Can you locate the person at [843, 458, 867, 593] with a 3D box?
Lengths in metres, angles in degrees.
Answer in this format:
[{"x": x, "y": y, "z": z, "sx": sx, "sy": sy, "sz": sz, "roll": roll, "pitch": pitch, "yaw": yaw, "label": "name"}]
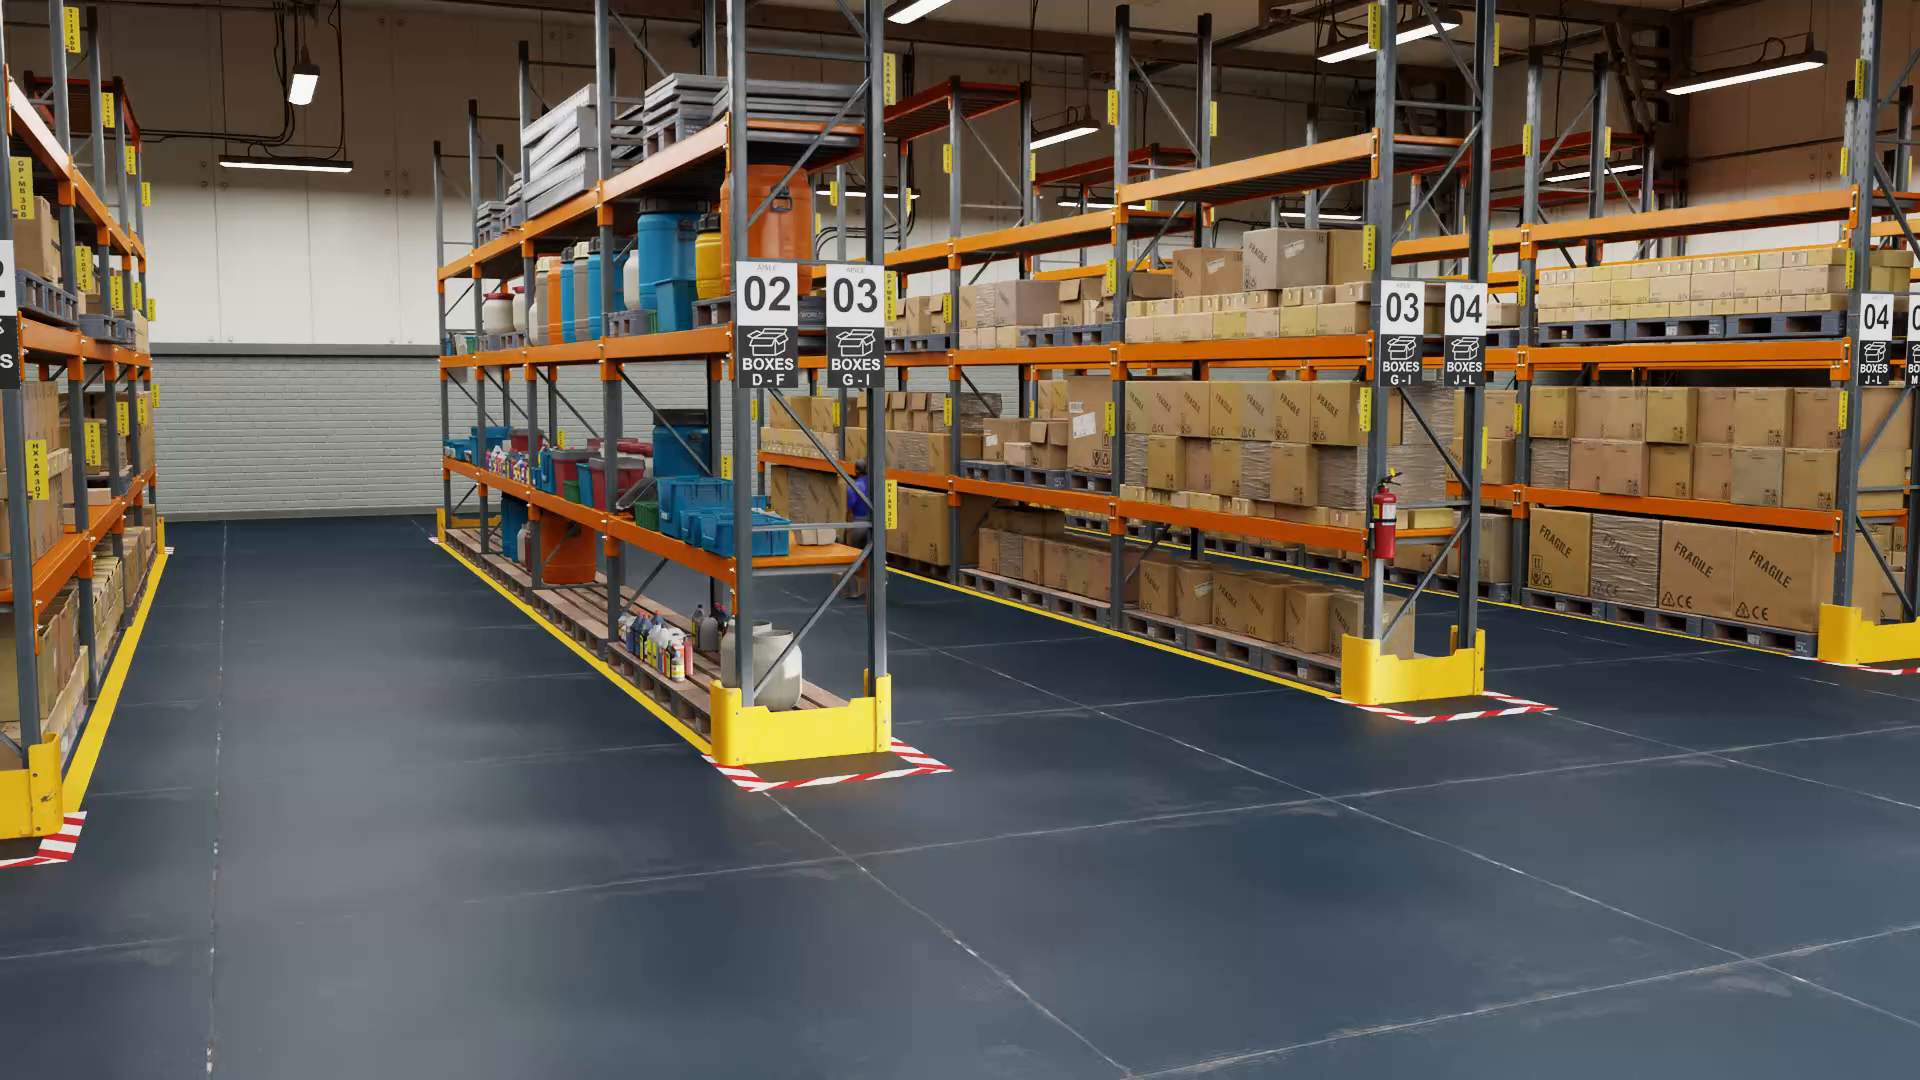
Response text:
[{"x": -1.110, "y": -0.161, "z": 18.654, "sx": 0.463, "sy": 1.532, "sz": 0.511, "roll": -3, "pitch": 6, "yaw": -30, "label": "person"}]
